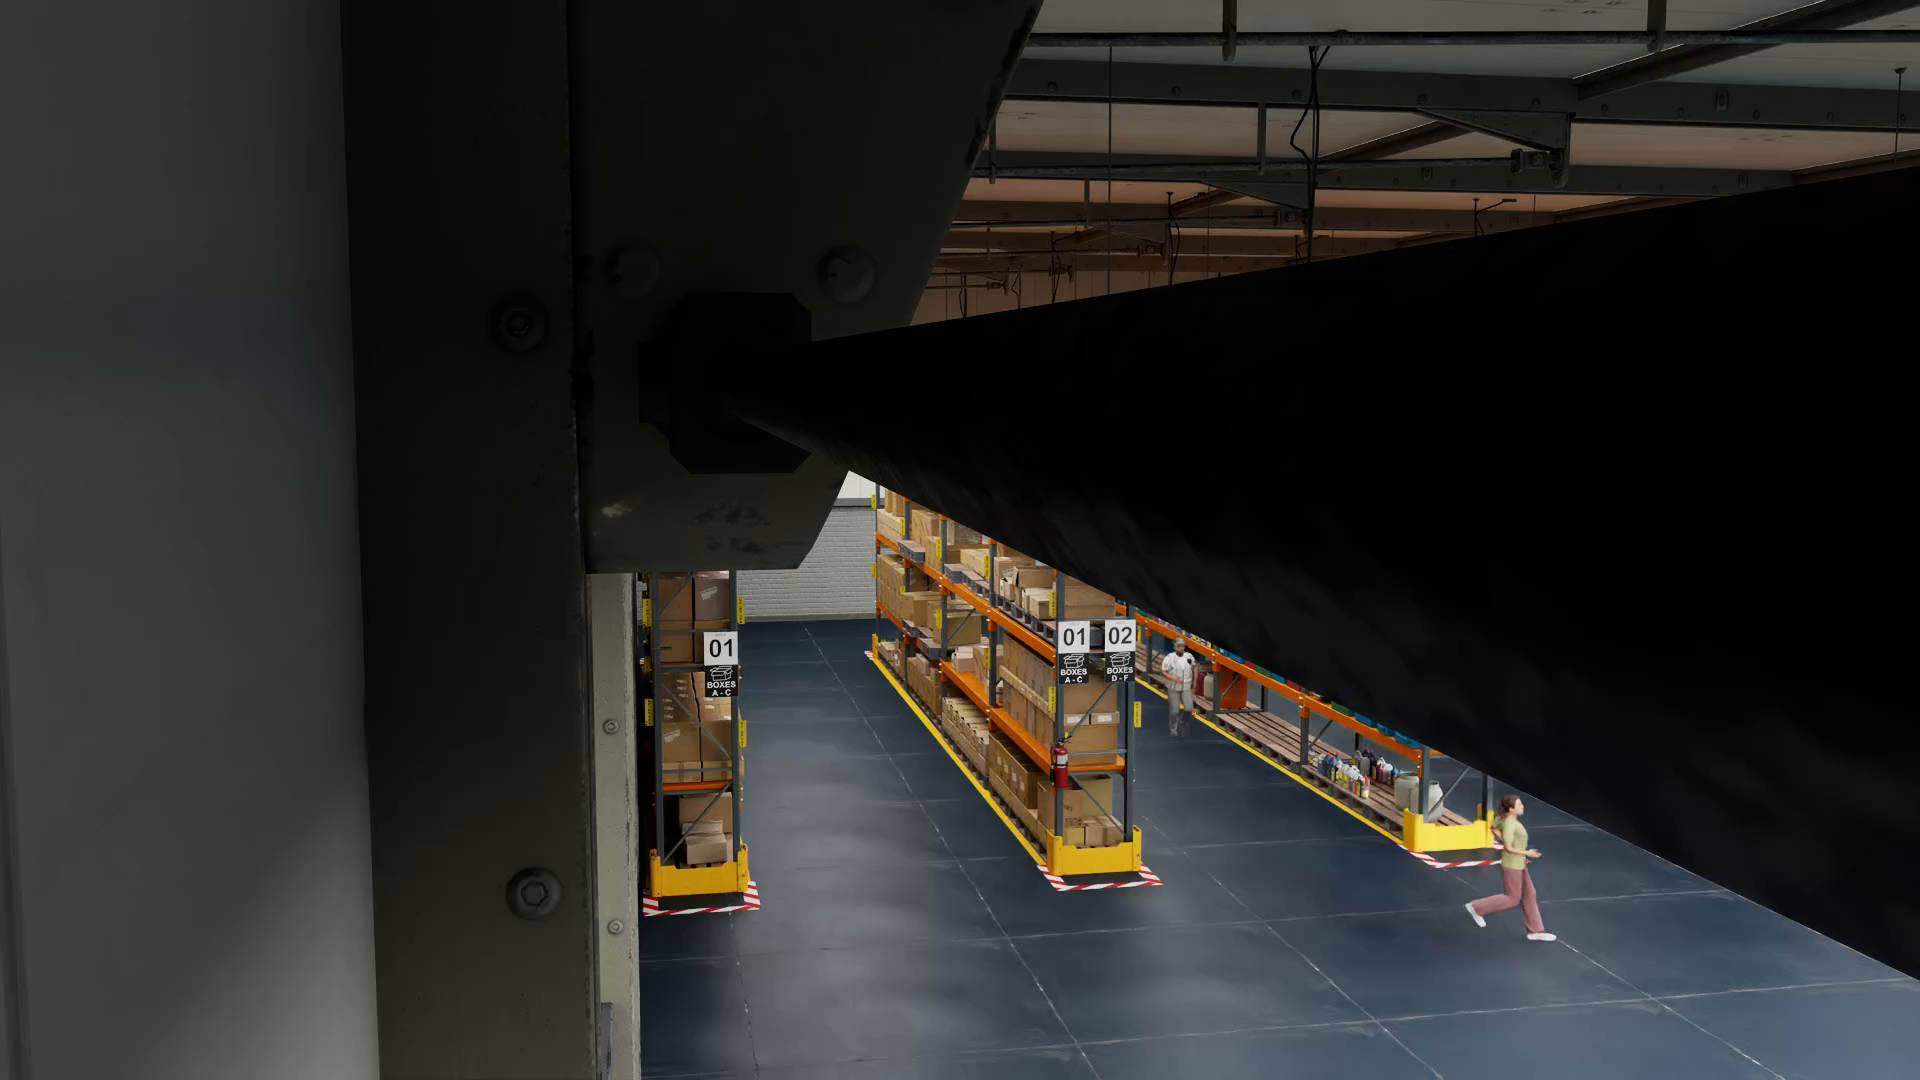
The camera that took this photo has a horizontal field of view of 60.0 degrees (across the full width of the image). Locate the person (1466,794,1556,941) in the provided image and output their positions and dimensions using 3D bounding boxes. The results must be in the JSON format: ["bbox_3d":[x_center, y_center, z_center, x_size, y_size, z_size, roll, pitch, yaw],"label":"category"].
[{"bbox_3d":[6.131,3.619,18.444,0.970,1.627,0.592,2,6,16],"label":"person"}]

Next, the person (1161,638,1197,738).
[{"bbox_3d":[3.788,2.543,28.457,0.684,1.776,0.658,-1,6,-9],"label":"person"}]
